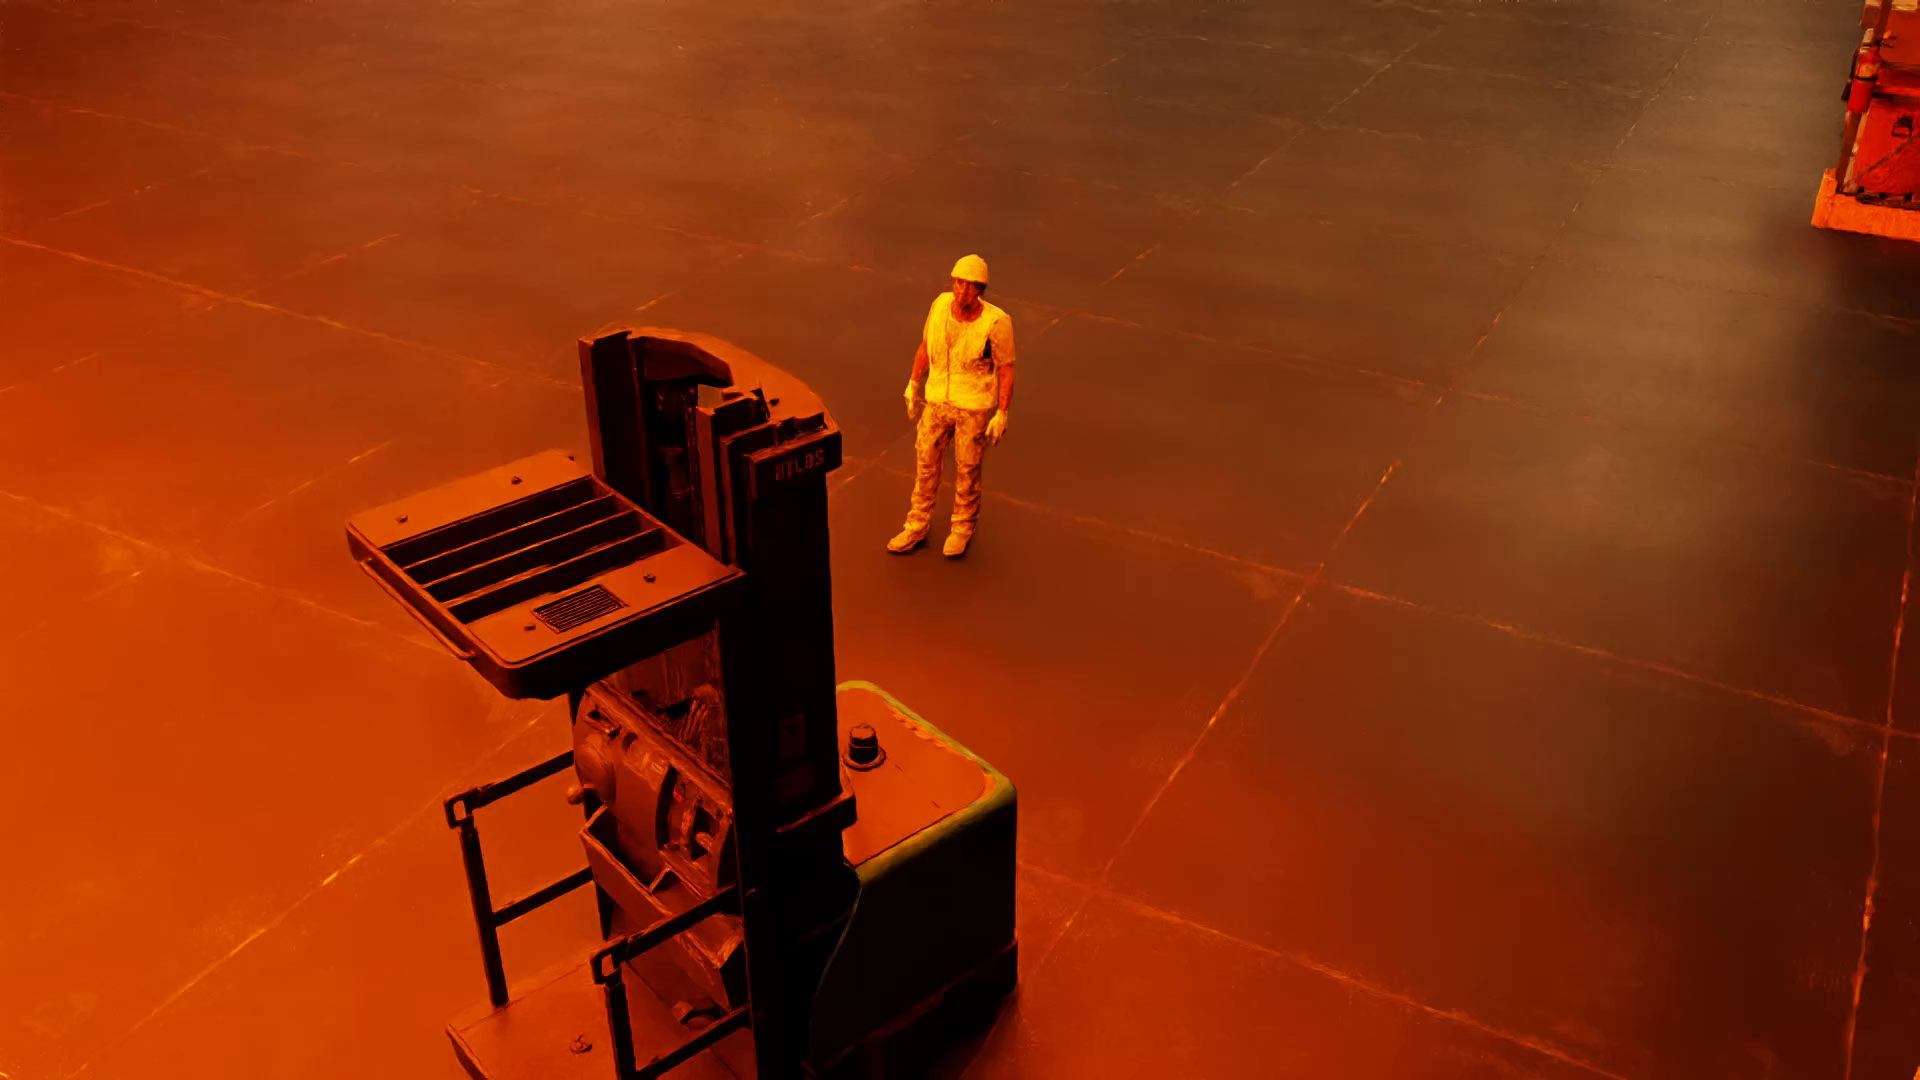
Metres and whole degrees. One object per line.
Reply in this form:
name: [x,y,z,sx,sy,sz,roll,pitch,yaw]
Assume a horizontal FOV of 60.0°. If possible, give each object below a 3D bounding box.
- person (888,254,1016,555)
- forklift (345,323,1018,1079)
person: [-0.042,-0.749,9.502,0.655,1.782,0.576,15,33,25]
forklift: [-1.210,0.882,5.543,3.031,2.935,1.130,-24,37,-35]
